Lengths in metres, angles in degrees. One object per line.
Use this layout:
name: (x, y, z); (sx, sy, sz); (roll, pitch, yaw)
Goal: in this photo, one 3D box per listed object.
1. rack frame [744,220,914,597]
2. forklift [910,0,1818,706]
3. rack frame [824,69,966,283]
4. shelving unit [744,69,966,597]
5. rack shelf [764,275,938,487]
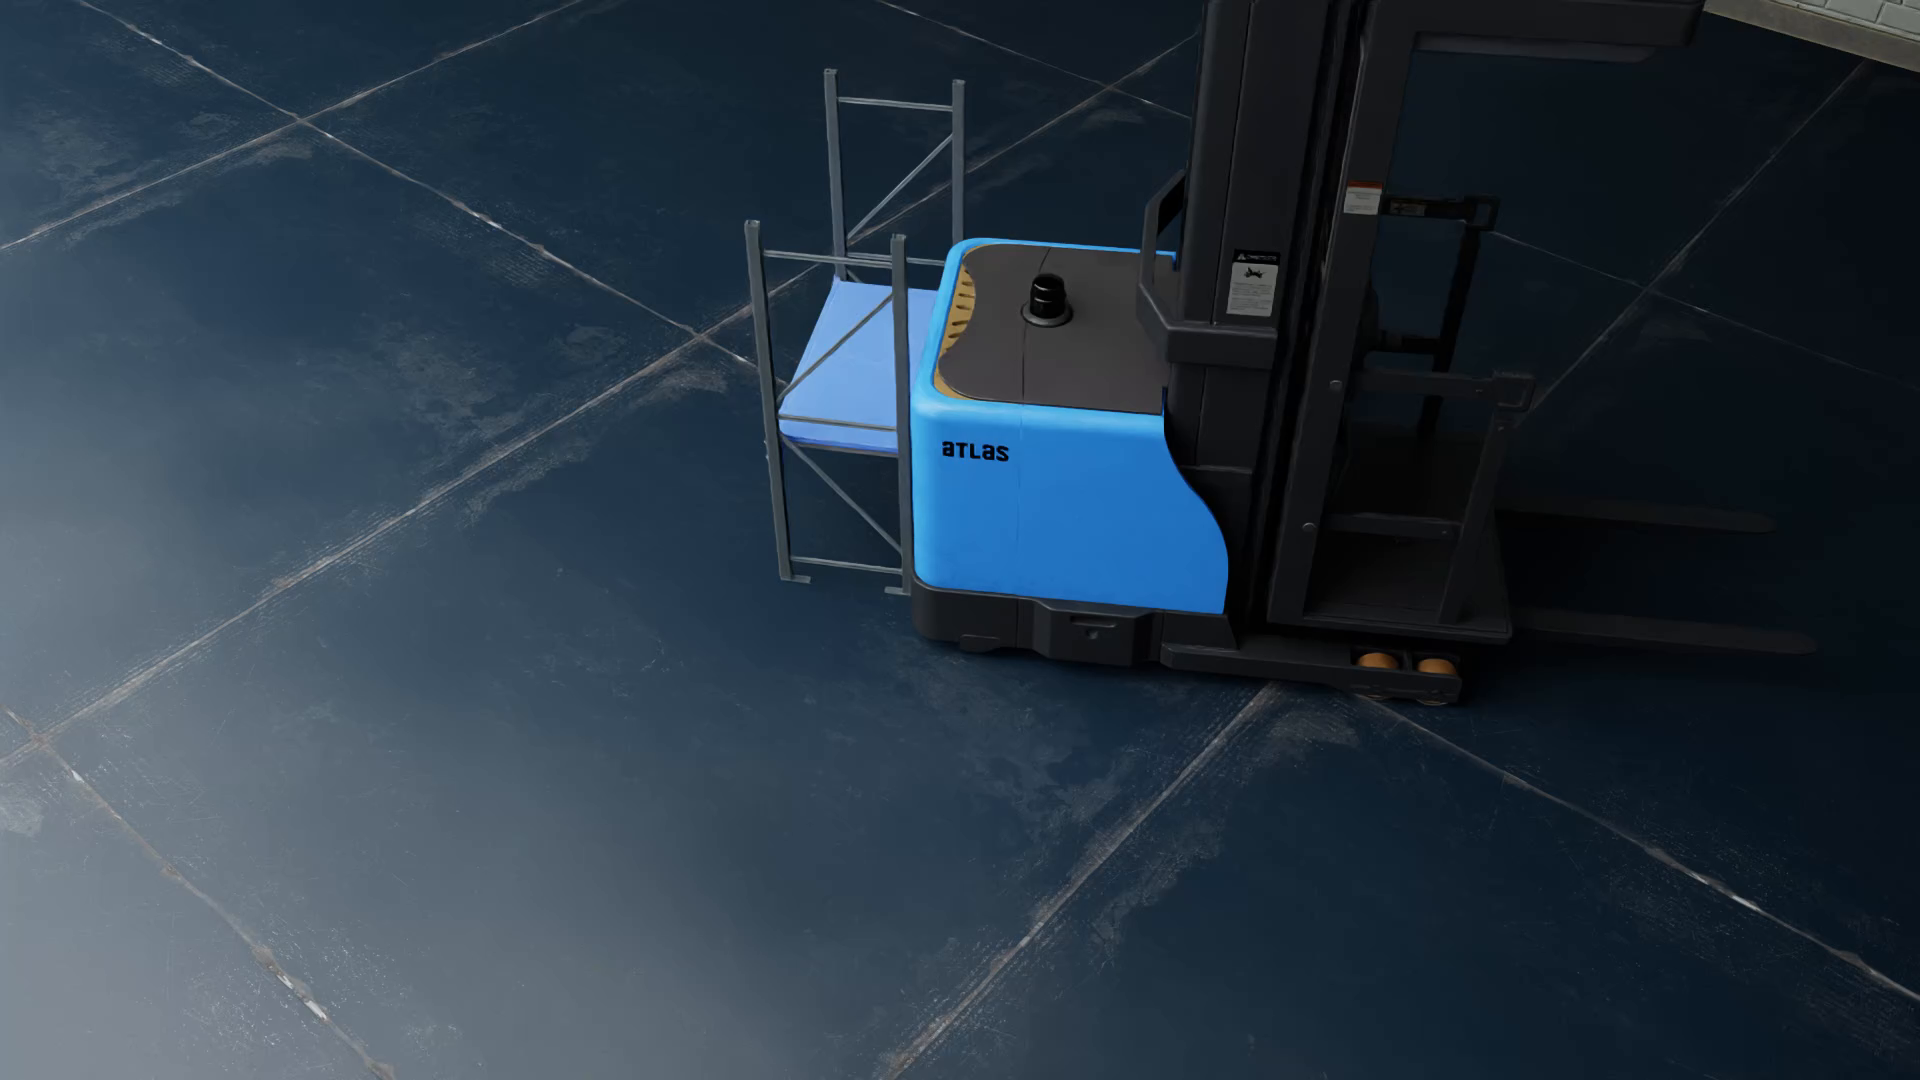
rack frame: (-0.410, -0.388, 5.562); (0.500, 1.500, 0.032); (7, 43, 8)
forklift: (1.390, -0.907, 5.068); (3.031, 2.935, 1.130); (5, 43, 6)
rack frame: (-0.229, -1.061, 6.302); (0.500, 1.500, 0.032); (7, 43, 8)
shelving unit: (-0.320, -0.724, 5.932); (0.538, 1.500, 1.048); (7, 43, 8)
rack shelf: (-0.319, -0.591, 6.053); (0.538, 0.185, 1.000); (7, 43, 8)
